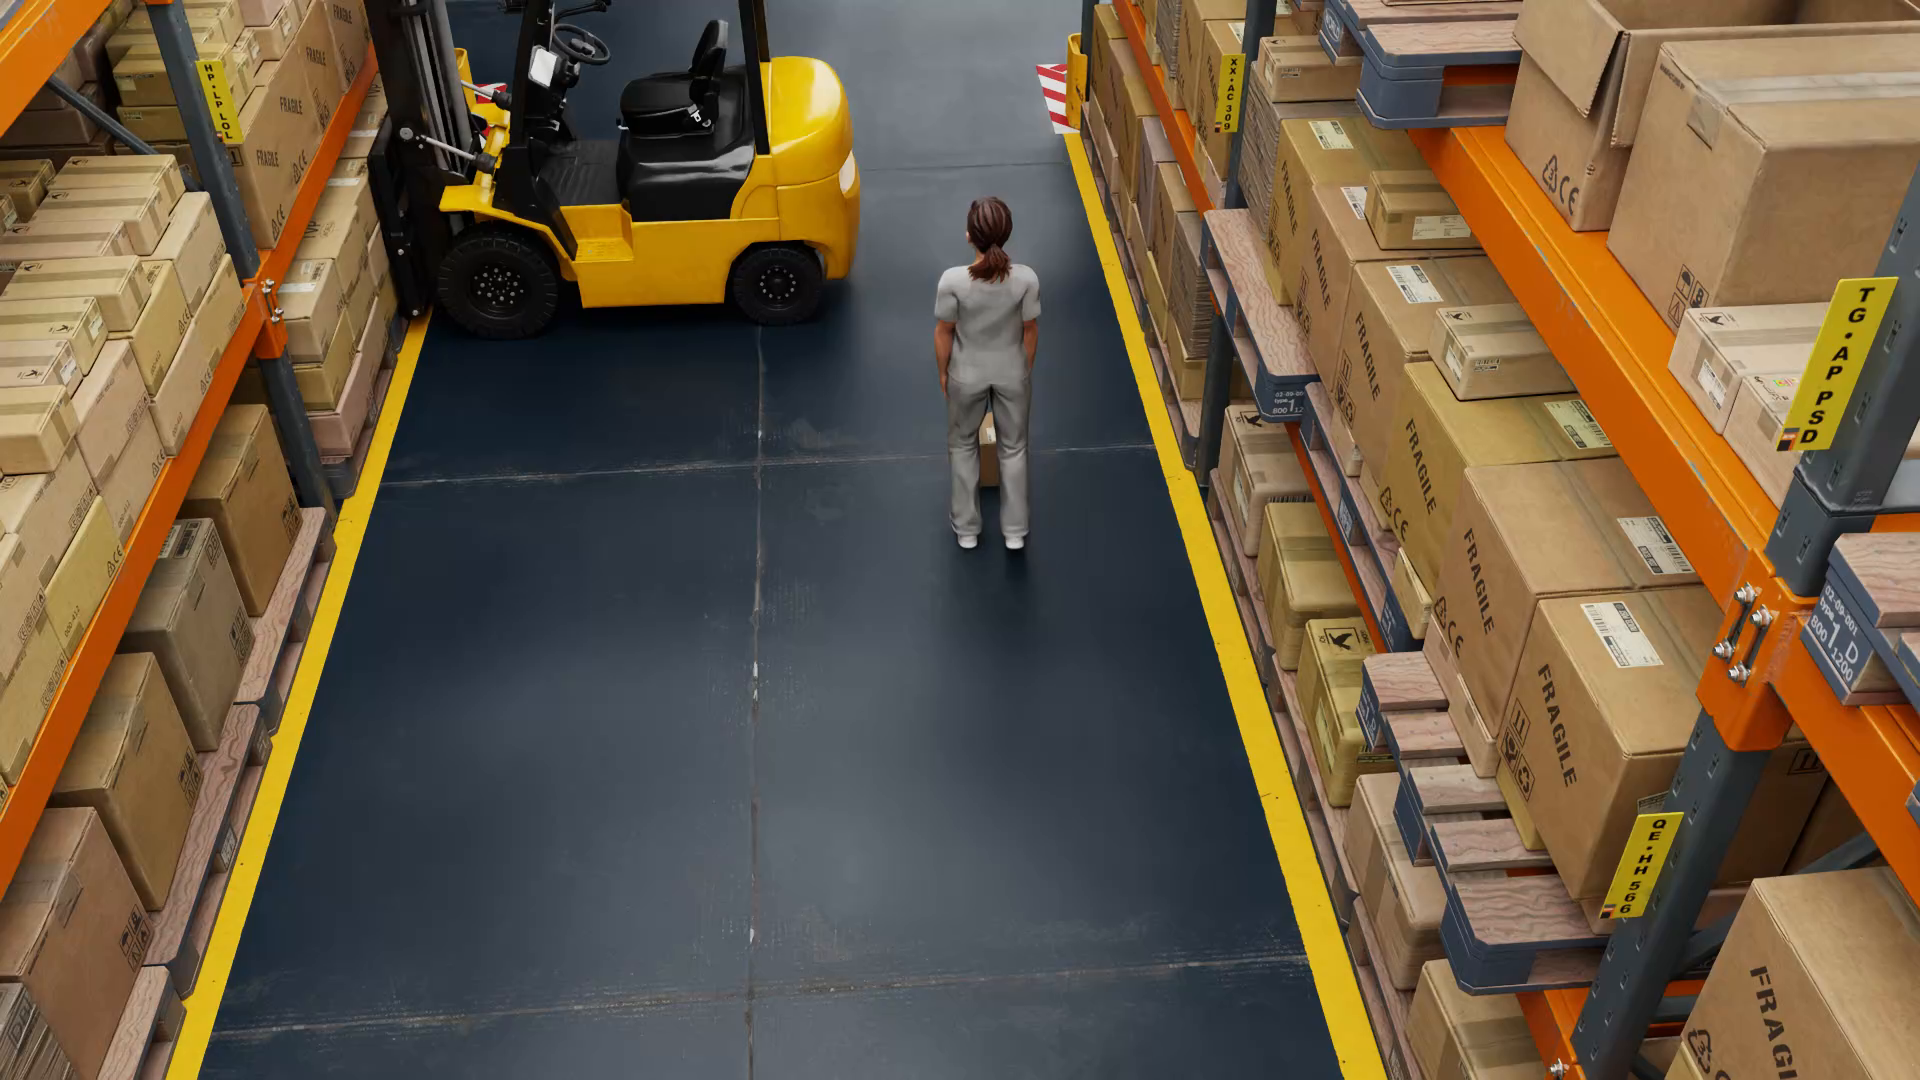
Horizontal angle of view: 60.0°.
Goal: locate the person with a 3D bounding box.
[{"bbox_3d":[0.112,-0.674,6.996,0.437,1.679,0.367,-2,39,-3],"label":"person"}]
